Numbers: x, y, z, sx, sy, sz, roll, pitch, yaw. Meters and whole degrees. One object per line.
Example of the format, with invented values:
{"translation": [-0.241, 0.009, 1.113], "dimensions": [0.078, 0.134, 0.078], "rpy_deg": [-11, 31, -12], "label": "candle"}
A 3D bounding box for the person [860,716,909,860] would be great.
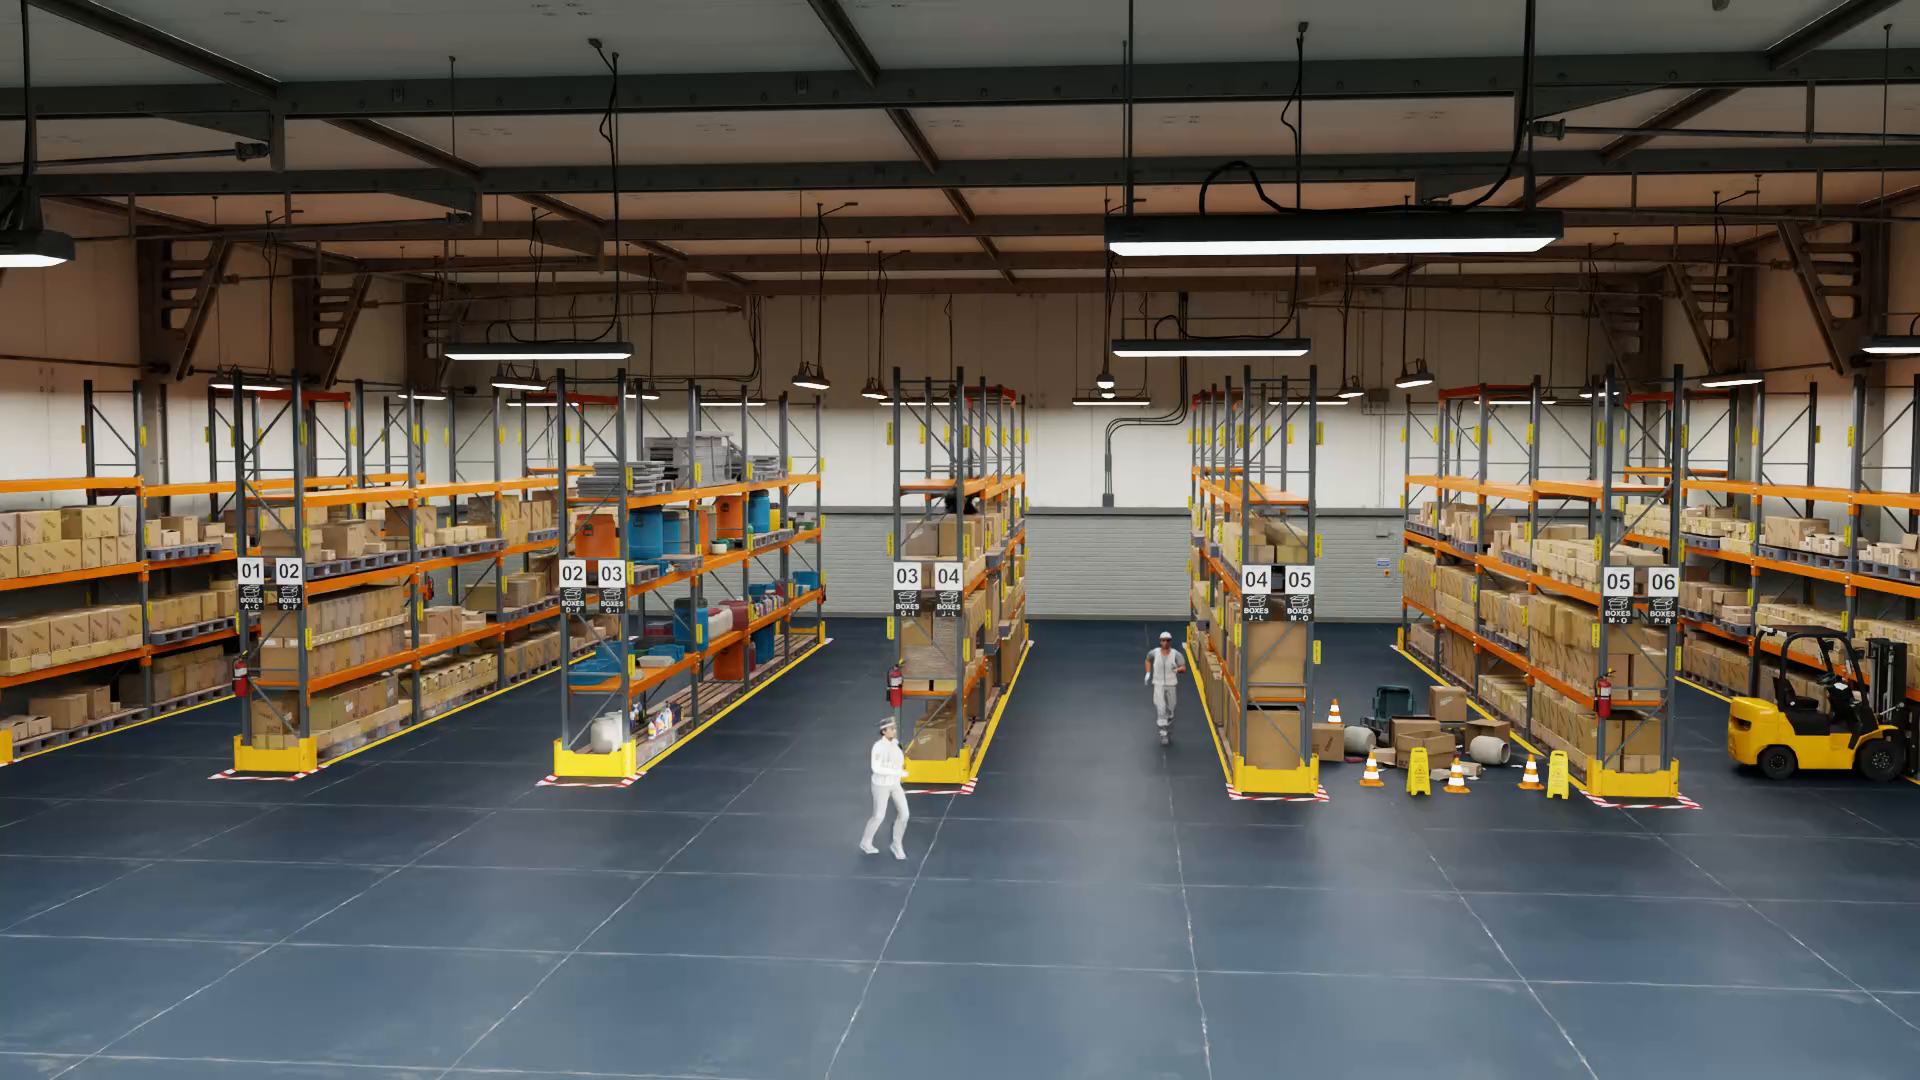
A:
{"translation": [-0.856, 2.956, 19.706], "dimensions": [0.725, 1.759, 0.626], "rpy_deg": [3, 4, 37], "label": "person"}

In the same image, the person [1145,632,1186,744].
{"translation": [3.358, 2.381, 27.192], "dimensions": [0.662, 1.777, 1.004], "rpy_deg": [0, 4, 4], "label": "person"}
